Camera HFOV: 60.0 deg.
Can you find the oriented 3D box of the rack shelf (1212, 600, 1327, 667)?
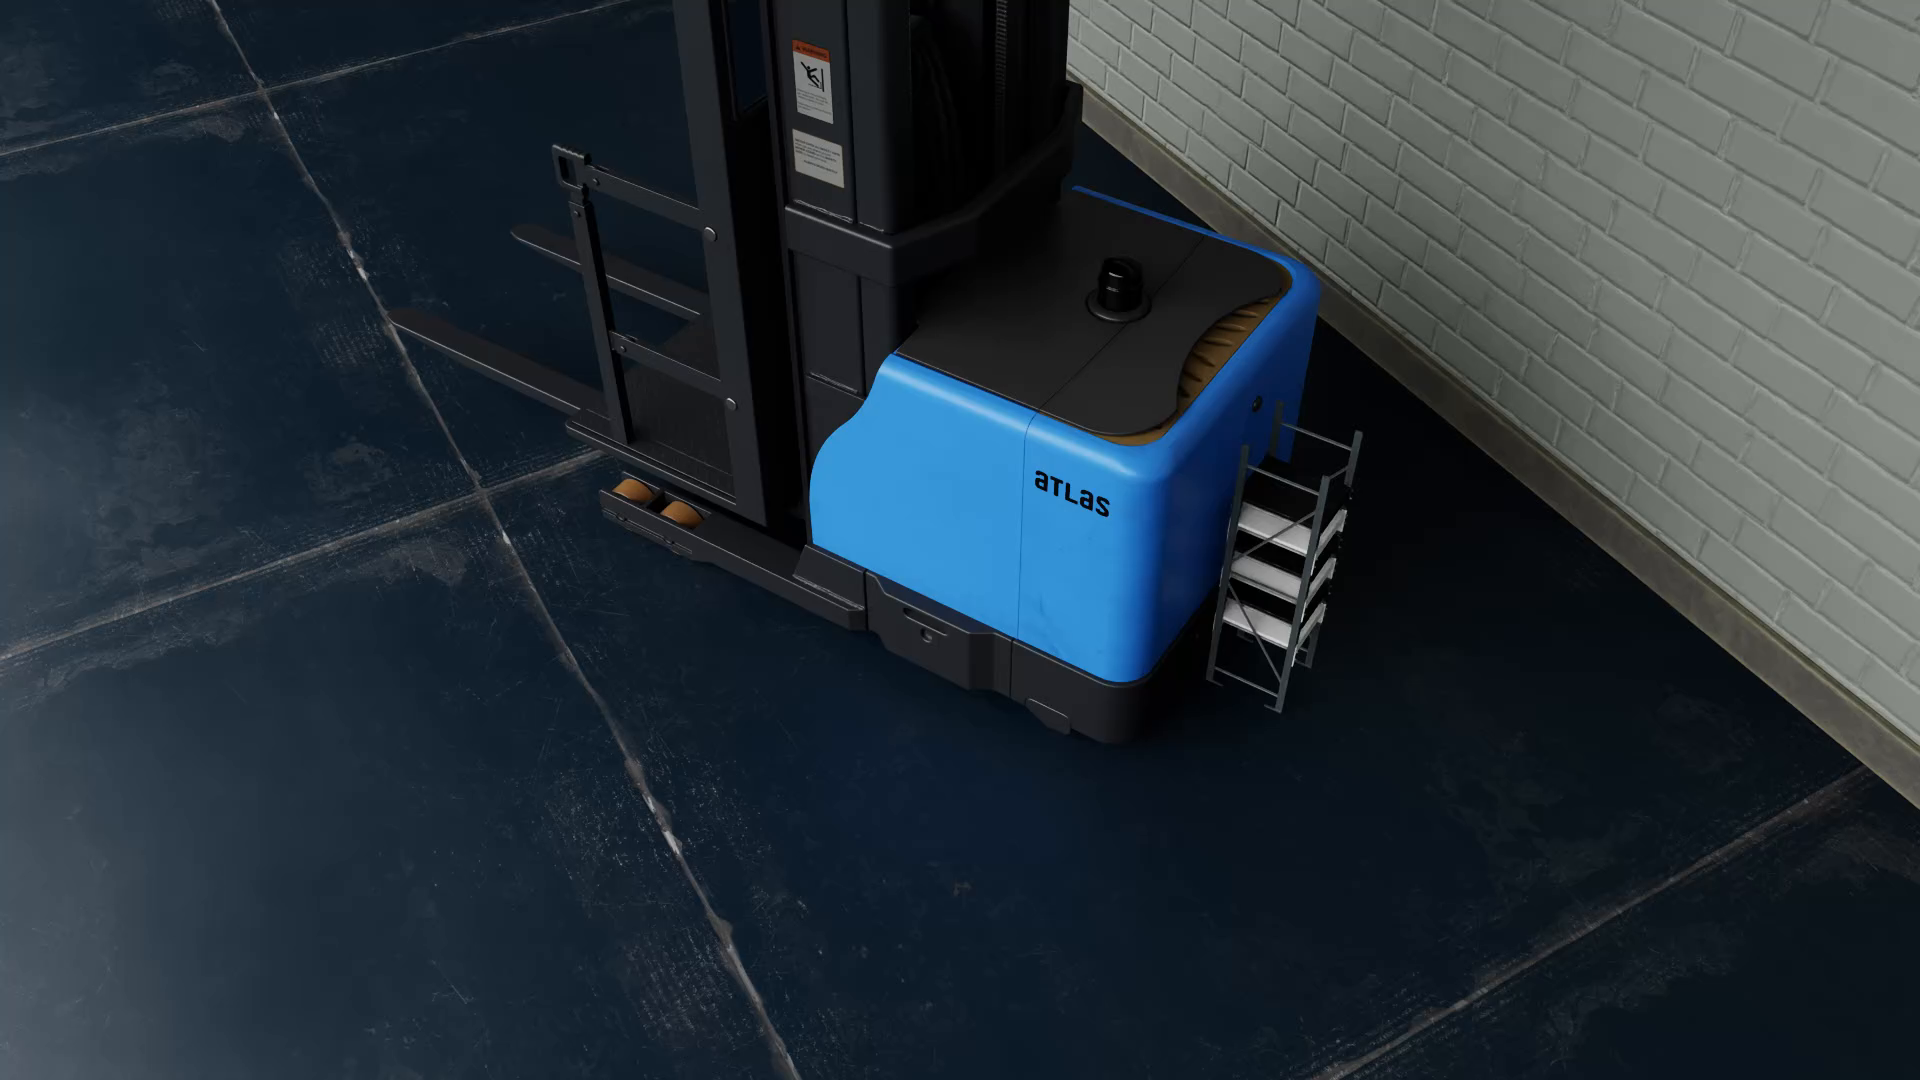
[{"bbox_3d":[0.871,0.219,4.685,0.258,0.077,0.200,24,49,23],"label":"rack shelf"}]

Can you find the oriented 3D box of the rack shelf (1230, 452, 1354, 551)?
[{"bbox_3d":[0.871,-0.104,4.371,0.258,0.077,0.200,24,49,23],"label":"rack shelf"}]

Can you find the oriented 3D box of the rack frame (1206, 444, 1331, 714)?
[{"bbox_3d":[0.816,0.125,4.475,0.240,0.900,0.006,24,49,23],"label":"rack frame"}]

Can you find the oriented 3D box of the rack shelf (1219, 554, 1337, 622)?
[{"bbox_3d":[0.871,0.090,4.559,0.258,0.077,0.200,24,49,23],"label":"rack shelf"}]

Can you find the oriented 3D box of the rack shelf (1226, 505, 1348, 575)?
[{"bbox_3d":[0.871,-0.039,4.434,0.258,0.077,0.200,24,49,23],"label":"rack shelf"}]

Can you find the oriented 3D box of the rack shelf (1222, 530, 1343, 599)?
[{"bbox_3d":[0.871,0.025,4.496,0.258,0.077,0.200,24,49,23],"label":"rack shelf"}]

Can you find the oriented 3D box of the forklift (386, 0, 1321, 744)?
[{"bbox_3d":[-0.528,-1.289,4.474,3.031,2.935,1.130,24,49,23],"label":"forklift"}]

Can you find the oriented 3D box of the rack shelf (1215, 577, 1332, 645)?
[{"bbox_3d":[0.871,0.154,4.622,0.258,0.077,0.200,24,49,23],"label":"rack shelf"}]

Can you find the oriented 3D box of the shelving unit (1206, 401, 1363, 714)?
[{"bbox_3d":[0.871,0.066,4.536,0.258,0.900,0.210,24,49,23],"label":"shelving unit"}]

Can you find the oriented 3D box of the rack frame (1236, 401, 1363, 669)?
[{"bbox_3d":[0.926,0.006,4.597,0.240,0.900,0.006,24,49,23],"label":"rack frame"}]
